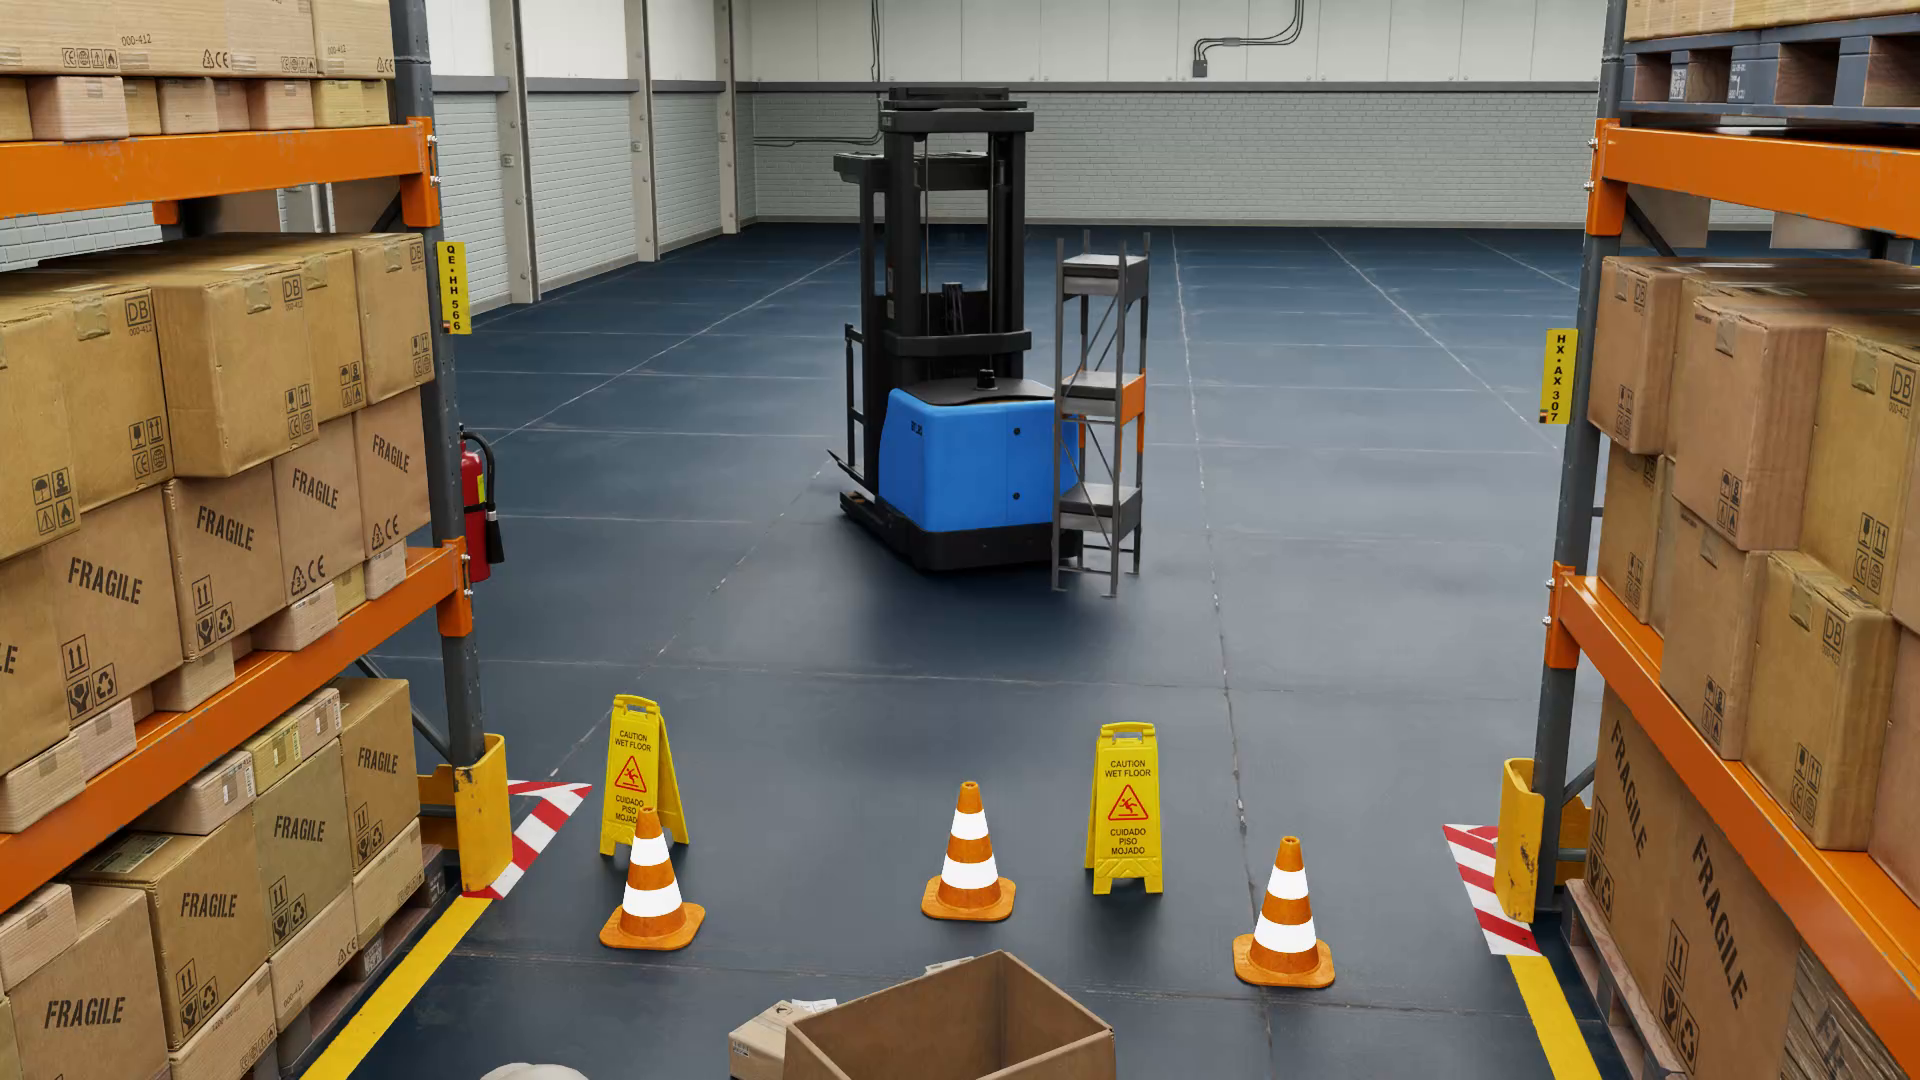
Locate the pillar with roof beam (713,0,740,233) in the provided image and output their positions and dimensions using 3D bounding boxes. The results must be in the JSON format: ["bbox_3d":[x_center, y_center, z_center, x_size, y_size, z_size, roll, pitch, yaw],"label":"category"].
[{"bbox_3d":[-0.585,-10.743,33.654,9.100,9.000,0.400,2,15,6],"label":"pillar with roof beam"}]

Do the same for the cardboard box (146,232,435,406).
[{"bbox_3d":[-2.182,-0.738,5.467,0.700,0.500,0.500,1,15,5],"label":"cardboard box"}]

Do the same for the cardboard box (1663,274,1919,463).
[{"bbox_3d":[2.538,-0.436,4.671,0.875,0.550,0.550,2,15,6],"label":"cardboard box"}]

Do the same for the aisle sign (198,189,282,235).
[{"bbox_3d":[-2.642,-1.482,5.917,0.394,0.787,0.004,2,15,6],"label":"aisle sign"}]

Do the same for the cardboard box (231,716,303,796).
[{"bbox_3d":[-2.178,0.625,4.888,0.380,0.149,0.250,2,15,7],"label":"cardboard box"}]

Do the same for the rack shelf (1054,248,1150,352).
[{"bbox_3d":[0.831,-1.406,9.681,0.431,0.518,0.480,6,18,21],"label":"rack shelf"}]

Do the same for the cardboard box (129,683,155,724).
[{"bbox_3d":[-2.362,0.418,4.350,0.380,0.149,0.250,2,15,6],"label":"cardboard box"}]

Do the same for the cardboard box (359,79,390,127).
[{"bbox_3d":[-2.103,-1.428,5.432,0.380,0.149,0.250,2,15,7],"label":"cardboard box"}]

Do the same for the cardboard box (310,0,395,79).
[{"bbox_3d":[-2.131,-1.581,5.232,0.500,0.250,0.500,2,15,6],"label":"cardboard box"}]

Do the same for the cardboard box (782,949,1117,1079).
[{"bbox_3d":[-0.024,1.533,4.529,0.797,0.503,0.637,-10,18,-32],"label":"cardboard box"}]

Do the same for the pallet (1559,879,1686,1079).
[{"bbox_3d":[2.576,1.473,5.310,1.003,0.211,1.213,2,15,6],"label":"pallet"}]

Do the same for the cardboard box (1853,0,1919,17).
[{"bbox_3d":[2.032,-1.123,3.306,0.380,0.149,0.250,2,15,6],"label":"cardboard box"}]

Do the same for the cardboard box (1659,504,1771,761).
[{"bbox_3d":[2.364,0.227,4.287,0.875,0.550,0.550,2,15,6],"label":"cardboard box"}]

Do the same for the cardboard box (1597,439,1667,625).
[{"bbox_3d":[2.592,-0.057,5.341,0.875,0.550,0.550,2,15,6],"label":"cardboard box"}]

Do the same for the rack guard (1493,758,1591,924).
[{"bbox_3d":[2.592,1.118,6.071,1.175,0.500,0.348,2,15,6],"label":"rack guard"}]

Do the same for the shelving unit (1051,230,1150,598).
[{"bbox_3d":[0.832,-0.748,9.876,0.431,2.100,0.503,6,18,21],"label":"shelving unit"}]

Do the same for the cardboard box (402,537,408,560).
[{"bbox_3d":[-2.171,0.022,5.814,0.380,0.149,0.250,2,15,8],"label":"cardboard box"}]

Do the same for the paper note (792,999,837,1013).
[{"bbox_3d":[-0.470,1.535,5.427,0.148,0.019,0.142,-4,16,-13],"label":"paper note"}]

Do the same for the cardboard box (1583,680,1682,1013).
[{"bbox_3d":[2.578,0.918,5.286,0.875,0.875,0.875,2,15,7],"label":"cardboard box"}]

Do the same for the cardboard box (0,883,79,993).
[{"bbox_3d":[-2.300,0.906,3.850,0.380,0.149,0.250,3,15,9],"label":"cardboard box"}]

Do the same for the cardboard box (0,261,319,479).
[{"bbox_3d":[-2.202,-0.471,4.482,0.700,0.500,0.500,2,15,6],"label":"cardboard box"}]

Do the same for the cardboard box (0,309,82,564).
[{"bbox_3d":[-2.364,-0.208,3.509,0.700,0.500,0.500,1,15,5],"label":"cardboard box"}]

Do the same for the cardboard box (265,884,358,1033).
[{"bbox_3d":[-2.231,1.274,5.167,0.500,0.250,0.500,2,15,6],"label":"cardboard box"}]

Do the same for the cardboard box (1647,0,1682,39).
[{"bbox_3d":[2.204,-1.515,4.756,0.380,0.149,0.250,2,15,7],"label":"cardboard box"}]

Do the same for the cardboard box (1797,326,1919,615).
[{"bbox_3d":[2.409,-0.153,3.627,0.875,0.550,0.500,2,15,6],"label":"cardboard box"}]

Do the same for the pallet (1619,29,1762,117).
[{"bbox_3d":[2.516,-1.295,4.629,1.003,0.211,1.213,2,15,6],"label":"pallet"}]

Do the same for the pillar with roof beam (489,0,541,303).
[{"bbox_3d":[-1.939,-7.631,22.144,9.100,9.000,0.400,2,15,6],"label":"pillar with roof beam"}]

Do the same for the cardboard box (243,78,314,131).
[{"bbox_3d":[-2.163,-1.295,4.939,0.380,0.149,0.250,2,15,8],"label":"cardboard box"}]

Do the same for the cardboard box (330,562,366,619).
[{"bbox_3d":[-2.139,0.157,5.316,0.380,0.149,0.250,1,15,5],"label":"cardboard box"}]

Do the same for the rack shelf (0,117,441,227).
[{"bbox_3d":[-2.567,-0.784,3.947,1.077,0.370,4.000,2,15,6],"label":"rack shelf"}]

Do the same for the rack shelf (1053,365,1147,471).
[{"bbox_3d":[0.832,-0.735,9.880,0.431,0.518,0.480,6,18,21],"label":"rack shelf"}]

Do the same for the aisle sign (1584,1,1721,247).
[{"bbox_3d":[2.299,-1.365,5.483,0.394,0.787,0.004,2,15,6],"label":"aisle sign"}]

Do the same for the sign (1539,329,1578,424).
[{"bbox_3d":[2.038,-0.557,5.664,0.100,0.325,0.005,2,15,6],"label":"sign"}]

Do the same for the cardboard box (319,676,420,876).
[{"bbox_3d":[-2.172,0.776,5.573,0.500,0.500,0.500,2,15,7],"label":"cardboard box"}]

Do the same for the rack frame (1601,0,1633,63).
[{"bbox_3d":[2.589,-2.979,4.938,1.000,3.000,0.127,2,15,6],"label":"rack frame"}]

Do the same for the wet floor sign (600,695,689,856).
[{"bbox_3d":[-1.256,0.917,6.536,0.267,0.644,0.232,7,17,25],"label":"wet floor sign"}]

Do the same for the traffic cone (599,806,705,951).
[{"bbox_3d":[-1.108,1.172,5.942,0.336,0.463,0.334,2,15,6],"label":"traffic cone"}]

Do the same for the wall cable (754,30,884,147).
[{"bbox_3d":[-3.216,-10.096,37.210,3.097,2.526,0.112,2,15,6],"label":"wall cable"}]

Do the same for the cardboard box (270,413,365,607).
[{"bbox_3d":[-2.189,-0.115,5.081,0.500,0.500,0.500,2,15,6],"label":"cardboard box"}]

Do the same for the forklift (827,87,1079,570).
[{"bbox_3d":[-0.209,-1.570,11.352,1.130,2.935,3.031,-5,16,-19],"label":"forklift"}]

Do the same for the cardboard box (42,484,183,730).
[{"bbox_3d":[-2.325,0.145,4.118,0.500,0.500,0.500,2,15,7],"label":"cardboard box"}]

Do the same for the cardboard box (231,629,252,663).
[{"bbox_3d":[-2.307,0.287,4.835,0.380,0.149,0.250,2,15,7],"label":"cardboard box"}]

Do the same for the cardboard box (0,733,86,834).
[{"bbox_3d":[-2.284,0.553,3.853,0.380,0.149,0.250,2,15,7],"label":"cardboard box"}]

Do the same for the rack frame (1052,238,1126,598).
[{"bbox_3d":[0.741,-0.683,9.660,0.400,2.100,0.015,6,18,21],"label":"rack frame"}]

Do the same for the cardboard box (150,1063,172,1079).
[{"bbox_3d":[-2.351,1.538,4.190,0.500,0.250,0.500,1,15,6],"label":"cardboard box"}]

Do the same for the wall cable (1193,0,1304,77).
[{"bbox_3d":[6.215,-12.953,35.311,2.305,6.003,0.169,2,15,6],"label":"wall cable"}]

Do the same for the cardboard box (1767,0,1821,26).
[{"bbox_3d":[2.089,-1.254,3.790,0.380,0.149,0.250,2,15,6],"label":"cardboard box"}]

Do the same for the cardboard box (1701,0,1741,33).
[{"bbox_3d":[2.147,-1.384,4.273,0.380,0.149,0.250,2,15,7],"label":"cardboard box"}]

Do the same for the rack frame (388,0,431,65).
[{"bbox_3d":[-2.341,-3.098,5.380,1.000,3.000,0.127,2,15,6],"label":"rack frame"}]

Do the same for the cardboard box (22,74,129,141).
[{"bbox_3d":[-2.232,-1.029,3.954,0.380,0.149,0.250,2,15,6],"label":"cardboard box"}]

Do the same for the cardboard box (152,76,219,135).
[{"bbox_3d":[-2.238,-1.165,4.459,0.380,0.149,0.250,2,15,6],"label":"cardboard box"}]

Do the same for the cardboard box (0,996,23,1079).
[{"bbox_3d":[-2.409,1.314,3.584,0.500,0.500,0.500,2,15,9],"label":"cardboard box"}]

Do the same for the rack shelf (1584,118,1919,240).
[{"bbox_3d":[2.363,-0.665,3.505,1.077,0.370,4.000,2,15,6],"label":"rack shelf"}]

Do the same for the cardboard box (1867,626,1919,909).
[{"bbox_3d":[2.385,0.506,3.255,0.875,0.550,0.550,2,15,6],"label":"cardboard box"}]

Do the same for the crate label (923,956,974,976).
[{"bbox_3d":[0.007,1.479,5.429,0.250,0.136,0.298,-6,16,-23],"label":"crate label"}]

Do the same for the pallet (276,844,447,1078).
[{"bbox_3d":[-2.476,1.373,5.679,1.003,0.211,1.213,2,15,6],"label":"pallet"}]

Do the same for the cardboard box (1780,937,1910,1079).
[{"bbox_3d":[2.376,1.383,3.568,0.875,0.875,0.875,2,15,7],"label":"cardboard box"}]

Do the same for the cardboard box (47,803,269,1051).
[{"bbox_3d":[-2.292,1.042,4.589,0.500,0.500,0.500,1,15,5],"label":"cardboard box"}]

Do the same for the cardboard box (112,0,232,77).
[{"bbox_3d":[-2.243,-1.316,4.252,0.500,0.250,0.500,2,15,8],"label":"cardboard box"}]
